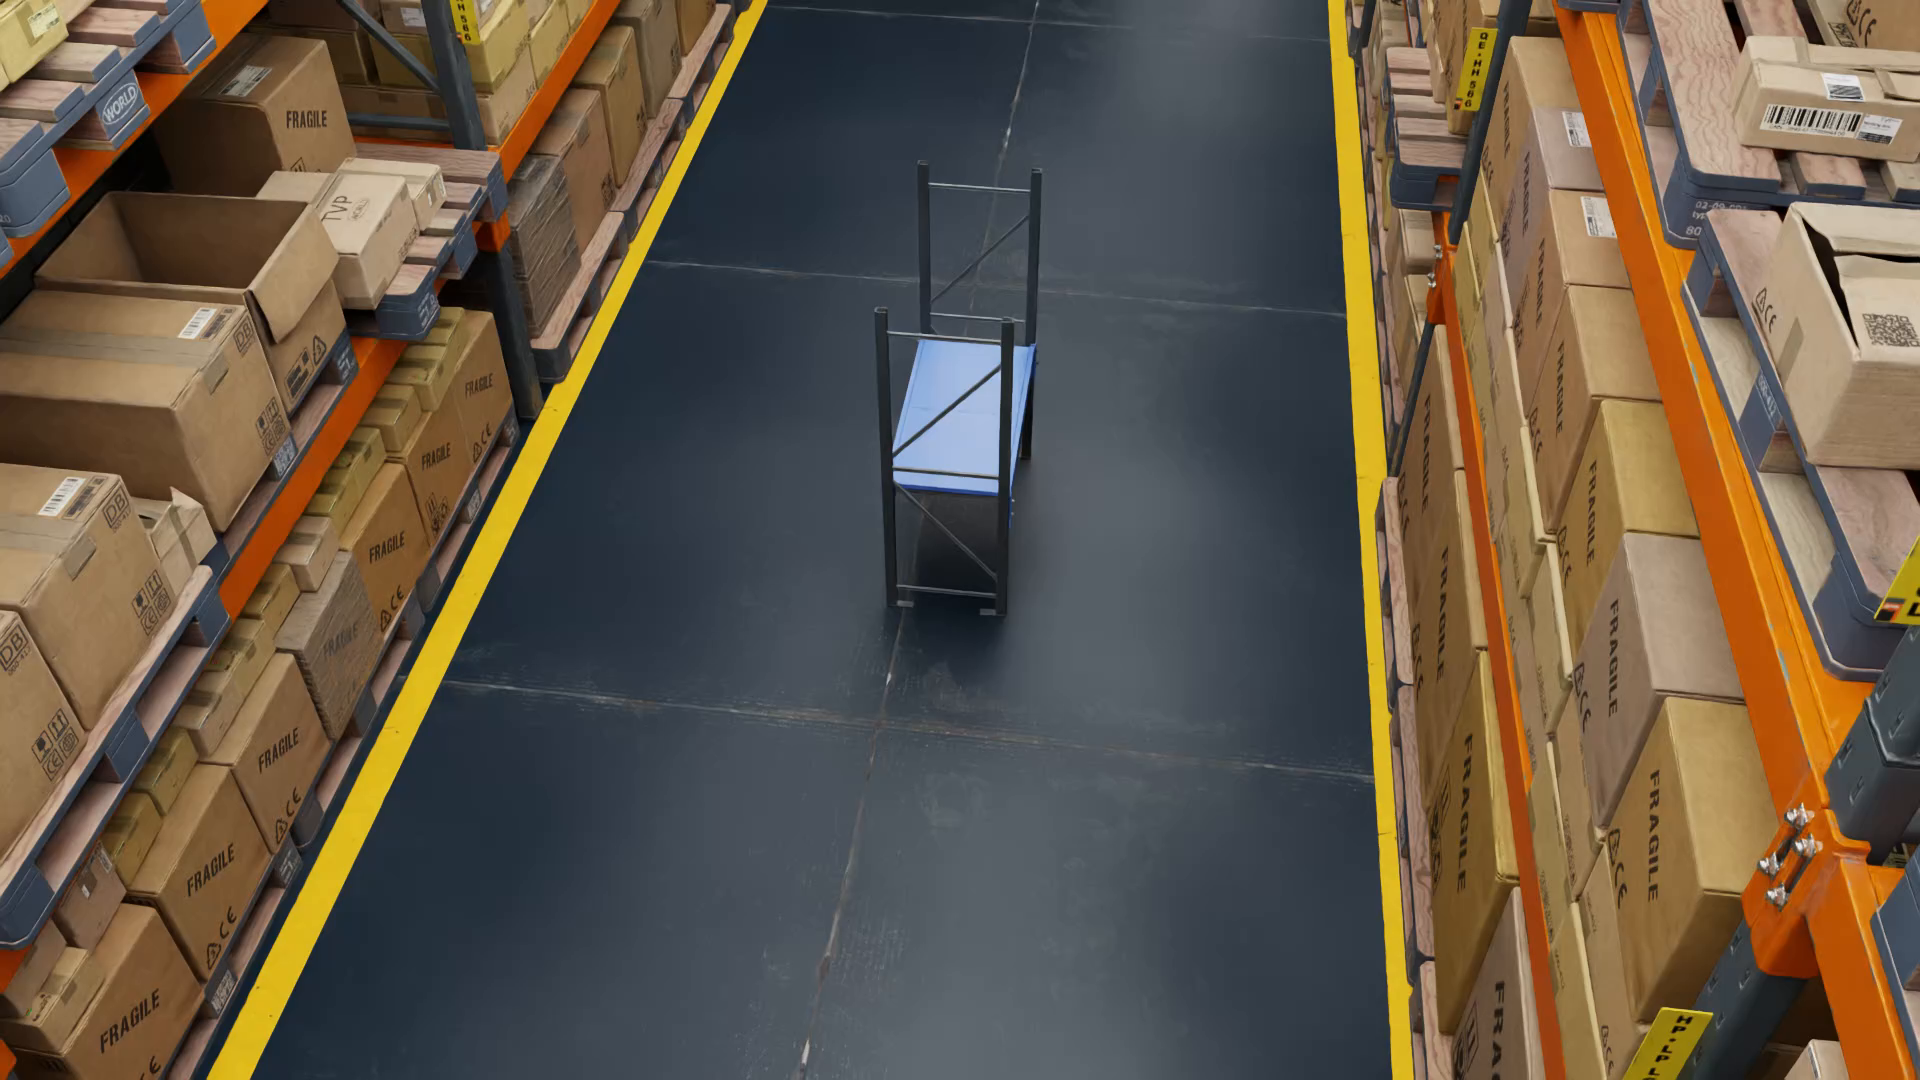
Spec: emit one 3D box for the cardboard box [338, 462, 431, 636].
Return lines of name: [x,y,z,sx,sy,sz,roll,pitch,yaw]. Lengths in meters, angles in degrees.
cardboard box: [-2.472,0.021,6.559,0.500,0.500,0.500,7,44,7]

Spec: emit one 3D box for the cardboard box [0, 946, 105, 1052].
cardboard box: [-2.704,1.286,4.751,0.380,0.149,0.250,7,44,7]

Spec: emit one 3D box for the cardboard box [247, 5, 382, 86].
cardboard box: [-2.702,-2.198,7.135,0.500,0.250,0.500,6,44,6]

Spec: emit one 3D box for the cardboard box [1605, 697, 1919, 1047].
cardboard box: [1.716,0.709,3.520,0.500,0.500,0.500,7,44,7]

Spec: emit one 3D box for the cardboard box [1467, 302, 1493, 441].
cardboard box: [2.070,-0.574,5.784,0.500,0.250,0.500,4,44,4]

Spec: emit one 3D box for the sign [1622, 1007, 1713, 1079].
sign: [1.366,1.001,3.227,0.100,0.325,0.005,5,44,6]

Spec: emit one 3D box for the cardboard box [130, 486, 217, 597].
cardboard box: [-2.451,-0.029,4.891,0.396,0.266,0.258,7,44,8]

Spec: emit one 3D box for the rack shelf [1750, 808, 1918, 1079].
rack shelf: [1.641,1.970,1.329,1.077,0.370,4.000,5,44,6]

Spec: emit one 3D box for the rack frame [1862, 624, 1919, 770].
rack frame: [1.906,-0.743,1.490,1.000,3.000,0.127,5,44,6]

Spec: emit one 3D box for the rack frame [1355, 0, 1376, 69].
rack frame: [2.963,-4.017,9.311,1.000,3.000,0.127,5,44,6]

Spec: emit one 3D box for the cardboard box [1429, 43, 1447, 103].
cardboard box: [2.197,-1.962,7.018,0.380,0.149,0.250,5,44,5]

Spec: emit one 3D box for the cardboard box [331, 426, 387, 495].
cardboard box: [-2.464,-0.320,6.447,0.380,0.149,0.250,6,44,7]

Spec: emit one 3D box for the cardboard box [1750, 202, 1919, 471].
cardboard box: [1.814,-0.394,3.062,0.500,0.311,0.500,5,44,6]

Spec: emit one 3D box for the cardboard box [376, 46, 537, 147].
cardboard box: [-2.185,-1.965,7.253,0.500,0.250,0.500,5,44,6]

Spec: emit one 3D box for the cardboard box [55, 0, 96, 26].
cardboard box: [-2.404,-1.417,4.188,0.380,0.149,0.250,6,44,6]

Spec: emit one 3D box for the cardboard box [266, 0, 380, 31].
cardboard box: [-2.644,-2.251,6.901,0.380,0.149,0.250,7,44,7]

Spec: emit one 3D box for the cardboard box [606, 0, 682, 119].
cardboard box: [-2.126,-2.871,9.522,0.875,0.625,0.625,5,44,5]

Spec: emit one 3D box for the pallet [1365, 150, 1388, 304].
pallet: [2.703,-1.640,8.828,1.003,0.211,1.213,5,44,6]

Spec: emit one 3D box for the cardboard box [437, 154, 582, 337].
cardboard box: [-2.390,-1.453,8.025,0.875,0.625,0.625,7,44,7]

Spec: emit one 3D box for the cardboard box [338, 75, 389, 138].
cardboard box: [-2.680,-2.015,7.305,0.500,0.250,0.500,4,44,5]

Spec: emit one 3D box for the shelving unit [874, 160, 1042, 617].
shelving unit: [0.011,-0.603,6.796,0.538,1.500,1.048,5,44,6]

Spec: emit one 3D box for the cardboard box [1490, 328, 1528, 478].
cardboard box: [1.975,-0.404,5.241,0.500,0.250,0.500,5,44,5]

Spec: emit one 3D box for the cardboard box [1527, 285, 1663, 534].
cardboard box: [1.917,-0.343,4.630,0.500,0.500,0.500,6,44,6]

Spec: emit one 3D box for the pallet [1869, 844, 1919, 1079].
pallet: [1.787,0.935,1.964,1.003,0.211,1.213,5,44,6]

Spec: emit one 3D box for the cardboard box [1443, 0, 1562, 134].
cardboard box: [2.219,-1.923,6.504,0.500,0.500,0.500,4,44,4]

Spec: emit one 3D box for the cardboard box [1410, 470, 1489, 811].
cardboard box: [2.139,0.399,5.887,0.875,0.875,0.875,6,44,6]

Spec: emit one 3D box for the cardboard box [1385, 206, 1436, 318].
cardboard box: [2.608,-1.377,8.128,0.950,0.372,0.625,4,44,5]

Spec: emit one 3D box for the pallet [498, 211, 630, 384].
pallet: [-2.339,-1.284,8.453,1.003,0.211,1.213,5,44,6]

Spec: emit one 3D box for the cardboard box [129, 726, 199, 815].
cardboard box: [-2.699,0.726,5.342,0.380,0.149,0.250,5,44,5]

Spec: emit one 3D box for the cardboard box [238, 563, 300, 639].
cardboard box: [-2.587,0.204,5.894,0.380,0.149,0.250,5,44,6]

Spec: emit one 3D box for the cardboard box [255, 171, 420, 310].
cardboard box: [-2.305,-1.089,6.022,0.500,0.250,0.500,3,44,4]

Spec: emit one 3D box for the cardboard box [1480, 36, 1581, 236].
cardboard box: [2.127,-1.376,5.722,0.500,0.500,0.500,4,44,4]

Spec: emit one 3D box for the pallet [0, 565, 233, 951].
pallet: [-2.801,0.522,4.657,1.003,0.211,1.213,5,44,6]

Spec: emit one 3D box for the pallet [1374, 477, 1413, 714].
pallet: [2.255,0.252,6.830,1.003,0.211,1.213,5,44,6]

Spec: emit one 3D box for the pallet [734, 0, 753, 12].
pallet: [-1.811,-3.991,11.311,1.003,0.211,1.213,5,44,6]

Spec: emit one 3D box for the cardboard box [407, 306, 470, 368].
cardboard box: [-2.300,-0.860,7.018,0.380,0.149,0.250,3,44,3]

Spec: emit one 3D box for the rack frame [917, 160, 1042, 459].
rack frame: [0.078,-0.949,7.162,0.500,1.500,0.032,5,44,6]

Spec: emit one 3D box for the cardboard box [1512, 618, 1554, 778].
cardboard box: [1.869,0.472,4.679,0.500,0.250,0.500,4,44,4]

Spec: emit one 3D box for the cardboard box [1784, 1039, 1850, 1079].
cardboard box: [1.607,0.992,2.749,0.380,0.149,0.250,5,44,5]

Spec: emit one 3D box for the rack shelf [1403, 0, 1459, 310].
rack shelf: [2.699,-2.393,8.118,1.077,0.370,4.000,5,44,6]

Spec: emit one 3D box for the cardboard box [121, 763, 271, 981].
cardboard box: [-2.667,1.069,5.452,0.500,0.500,0.500,5,44,5]

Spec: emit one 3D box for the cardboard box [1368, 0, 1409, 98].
cardboard box: [2.896,-2.857,9.692,0.950,0.372,0.625,6,44,6]

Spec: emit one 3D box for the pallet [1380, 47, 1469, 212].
pallet: [2.423,-1.716,7.021,1.213,0.211,1.003,5,44,6]

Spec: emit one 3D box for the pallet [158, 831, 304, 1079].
pallet: [-2.945,1.442,5.574,1.003,0.211,1.213,5,44,6]

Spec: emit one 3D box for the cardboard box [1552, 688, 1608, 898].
cardboard box: [1.782,0.644,4.133,0.500,0.250,0.500,6,44,7]

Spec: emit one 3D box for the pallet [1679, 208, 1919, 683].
pallet: [1.978,-0.214,3.252,0.805,0.209,1.217,4,44,4]
